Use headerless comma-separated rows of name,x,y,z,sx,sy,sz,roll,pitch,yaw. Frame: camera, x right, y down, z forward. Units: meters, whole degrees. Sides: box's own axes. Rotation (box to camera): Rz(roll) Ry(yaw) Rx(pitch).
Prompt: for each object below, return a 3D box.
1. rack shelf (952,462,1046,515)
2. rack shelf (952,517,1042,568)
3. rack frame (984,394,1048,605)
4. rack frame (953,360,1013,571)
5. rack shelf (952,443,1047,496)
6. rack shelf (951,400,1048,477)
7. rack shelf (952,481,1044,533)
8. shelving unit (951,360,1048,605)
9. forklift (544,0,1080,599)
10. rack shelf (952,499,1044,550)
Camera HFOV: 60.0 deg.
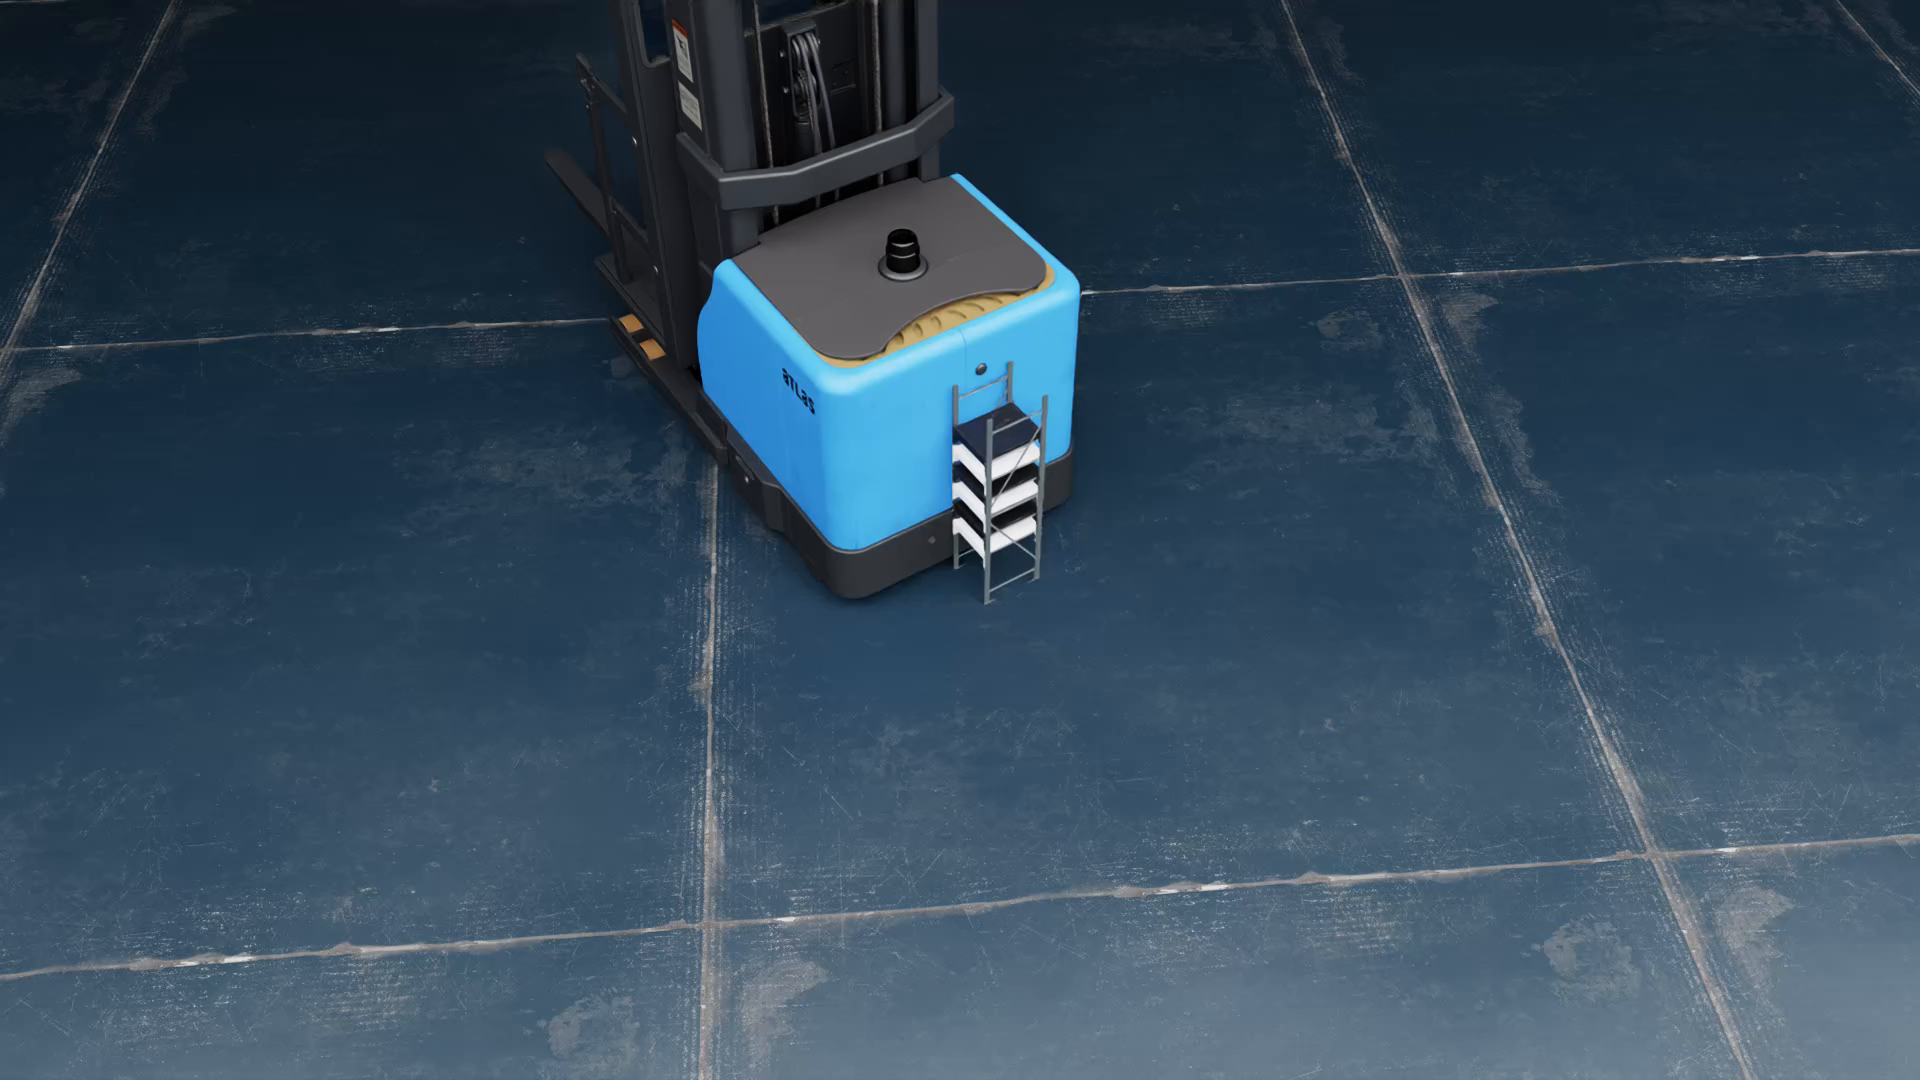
rack shelf,0.133,-0.223,5.763,0.258,0.077,0.200,-25,52,-22
rack shelf,0.133,-0.037,5.959,0.258,0.077,0.200,-25,52,-22
rack frame,0.189,-0.122,5.746,0.240,0.900,0.006,-25,52,-22
rack frame,0.077,-0.245,5.863,0.240,0.900,0.006,-25,52,-22
rack shelf,0.133,-0.284,5.698,0.258,0.077,0.200,-25,52,-22
rack shelf,0.133,-0.346,5.632,0.258,0.077,0.200,-25,52,-22
rack shelf,0.133,-0.161,5.828,0.258,0.077,0.200,-25,52,-22
shelving unit,0.133,-0.184,5.804,0.258,0.900,0.210,-25,52,-22
forklift,-0.802,-1.846,5.980,1.130,2.935,3.031,-25,52,-22
rack shelf,0.133,-0.099,5.894,0.258,0.077,0.200,-25,52,-22
